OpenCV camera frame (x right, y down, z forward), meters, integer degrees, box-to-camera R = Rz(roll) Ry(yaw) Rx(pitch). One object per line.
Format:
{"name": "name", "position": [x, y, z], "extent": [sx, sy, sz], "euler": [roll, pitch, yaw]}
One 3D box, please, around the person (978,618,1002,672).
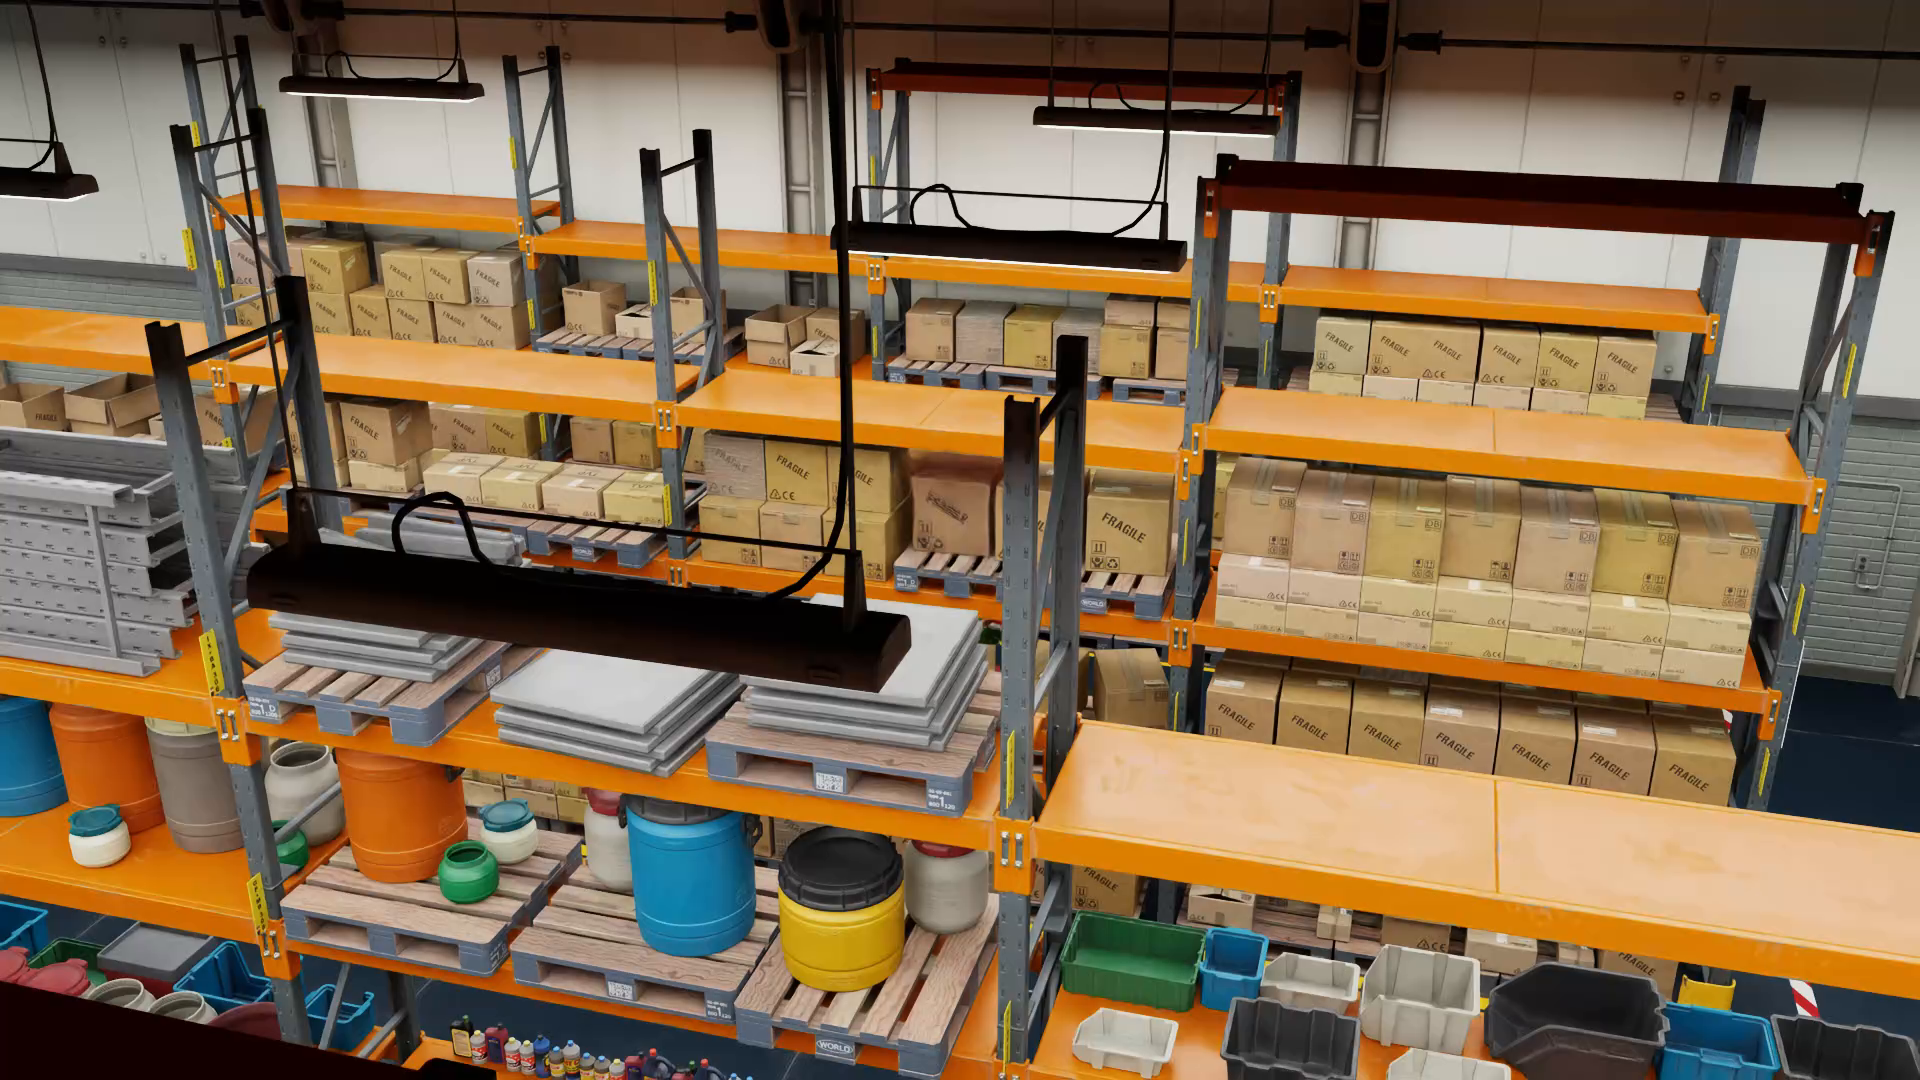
{"name": "person", "position": [0.212, 0.747, 16.140], "extent": [0.729, 1.682, 0.575], "euler": [3, 23, 7]}
